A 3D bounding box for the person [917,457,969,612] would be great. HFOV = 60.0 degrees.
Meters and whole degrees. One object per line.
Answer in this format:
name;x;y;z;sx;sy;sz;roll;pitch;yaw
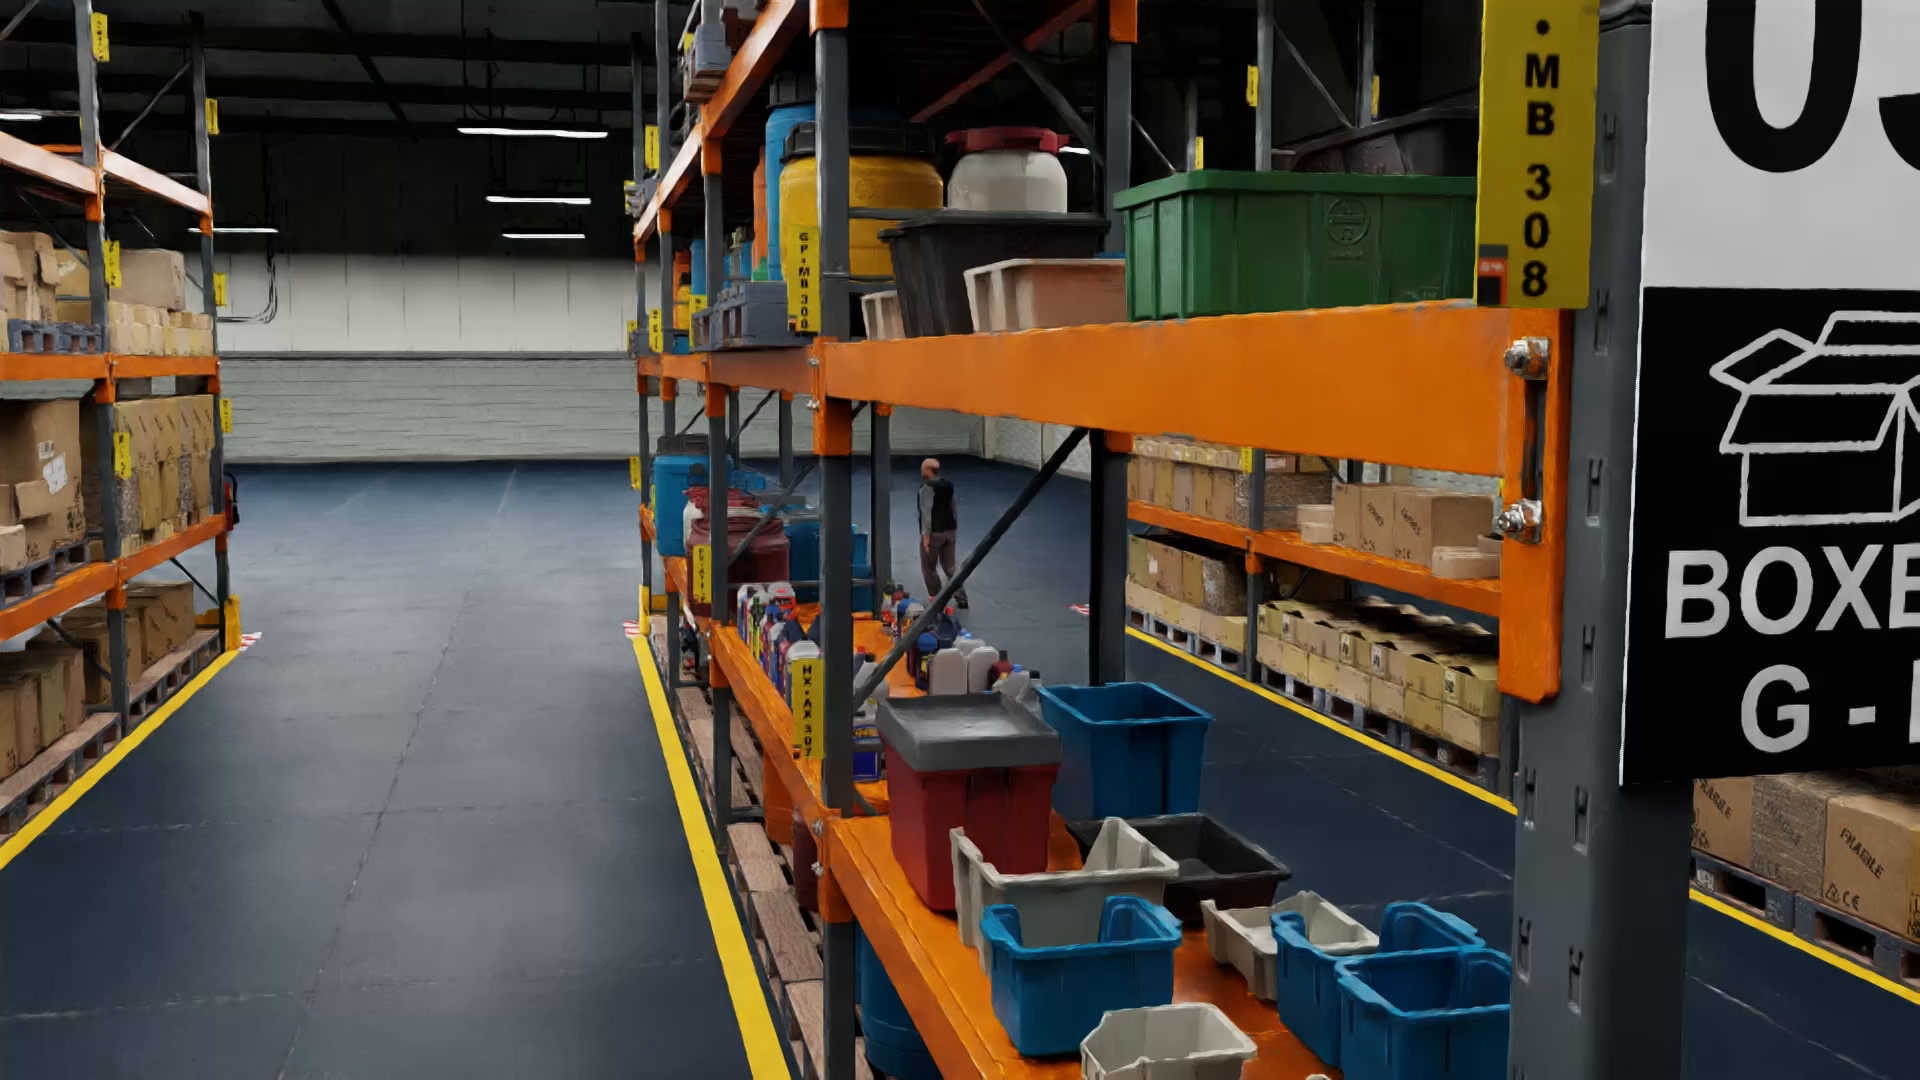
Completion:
person;-0.193;-0.051;18.288;0.545;1.709;0.579;5;8;42
